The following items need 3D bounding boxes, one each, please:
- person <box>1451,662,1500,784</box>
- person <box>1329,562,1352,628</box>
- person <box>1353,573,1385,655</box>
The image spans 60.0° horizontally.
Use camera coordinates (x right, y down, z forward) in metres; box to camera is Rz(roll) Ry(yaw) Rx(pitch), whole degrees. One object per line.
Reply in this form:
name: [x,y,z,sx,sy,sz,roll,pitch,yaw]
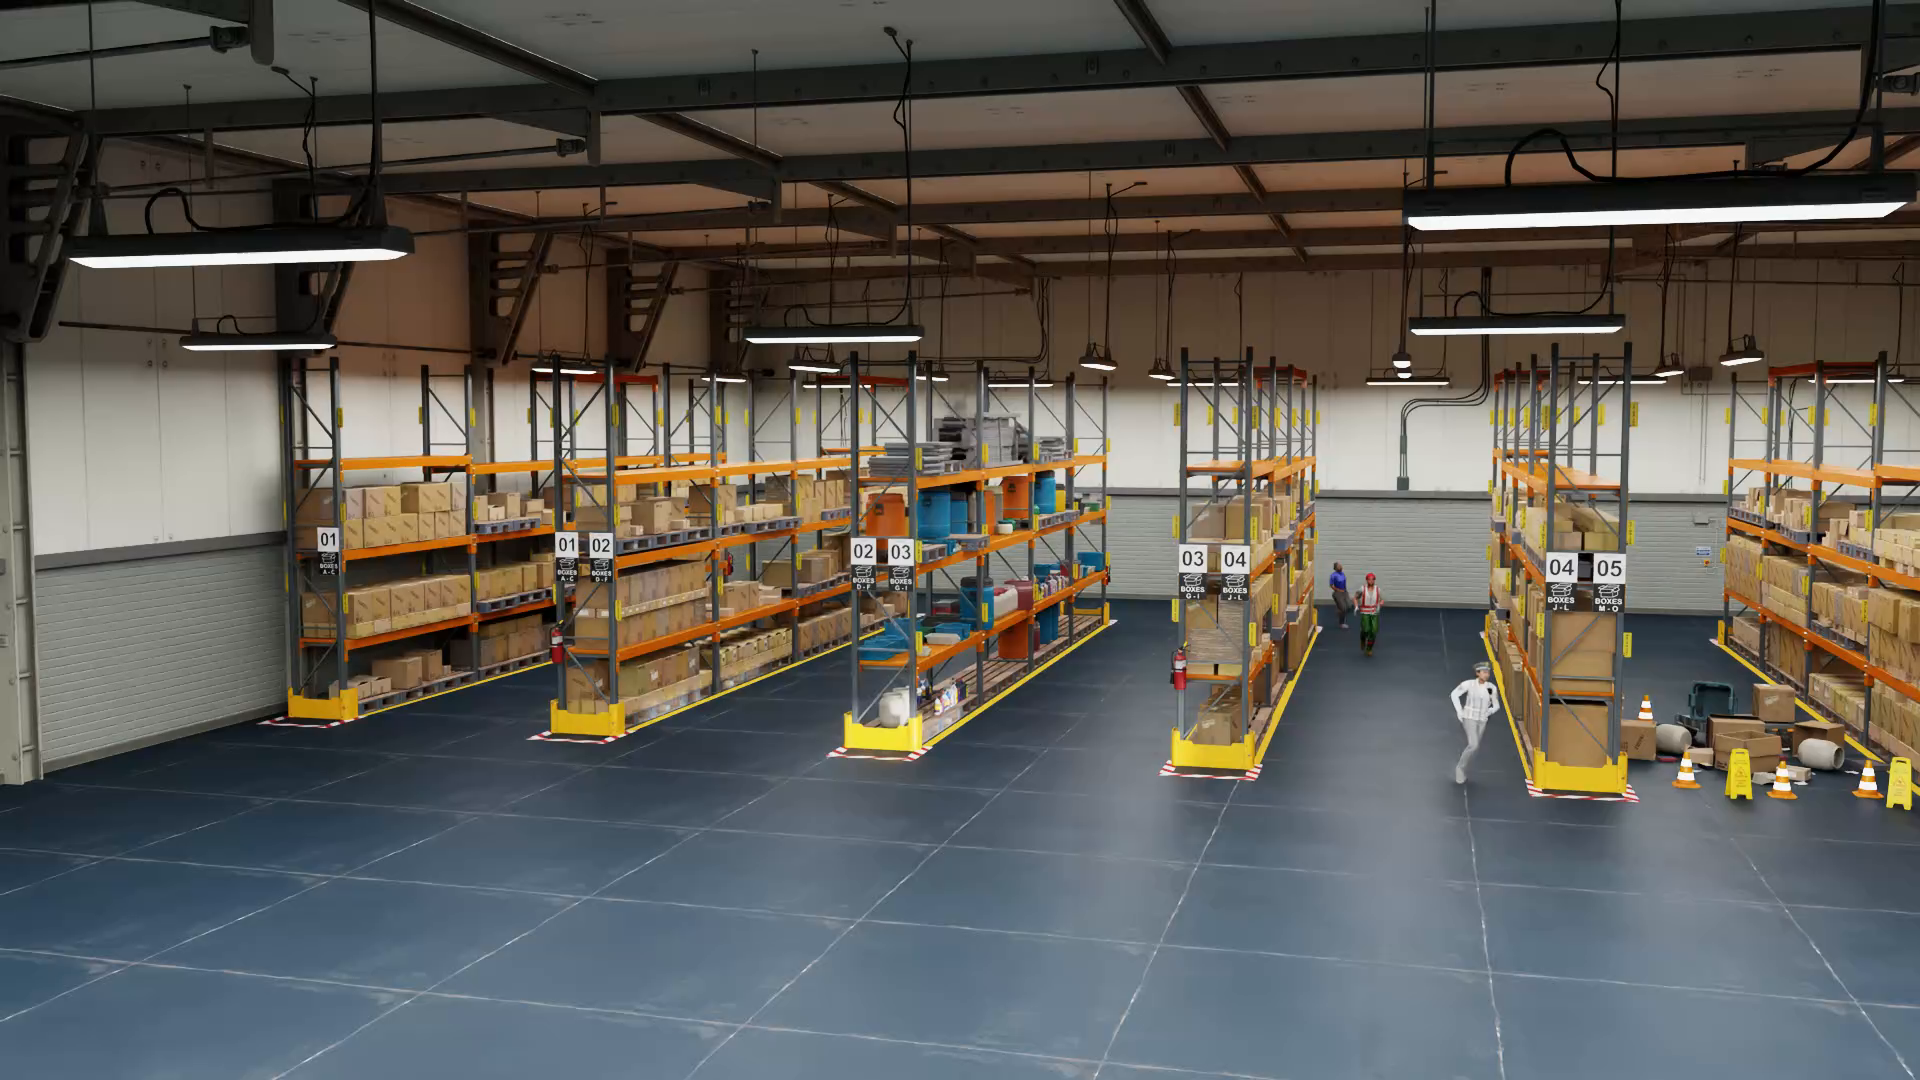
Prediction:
person: [7.097,2.508,22.844,0.612,1.675,0.613,-1,4,-9]
person: [9.048,1.307,39.481,0.555,1.589,0.493,-3,5,-31]
person: [8.621,1.564,34.988,0.649,1.741,0.587,0,4,5]
